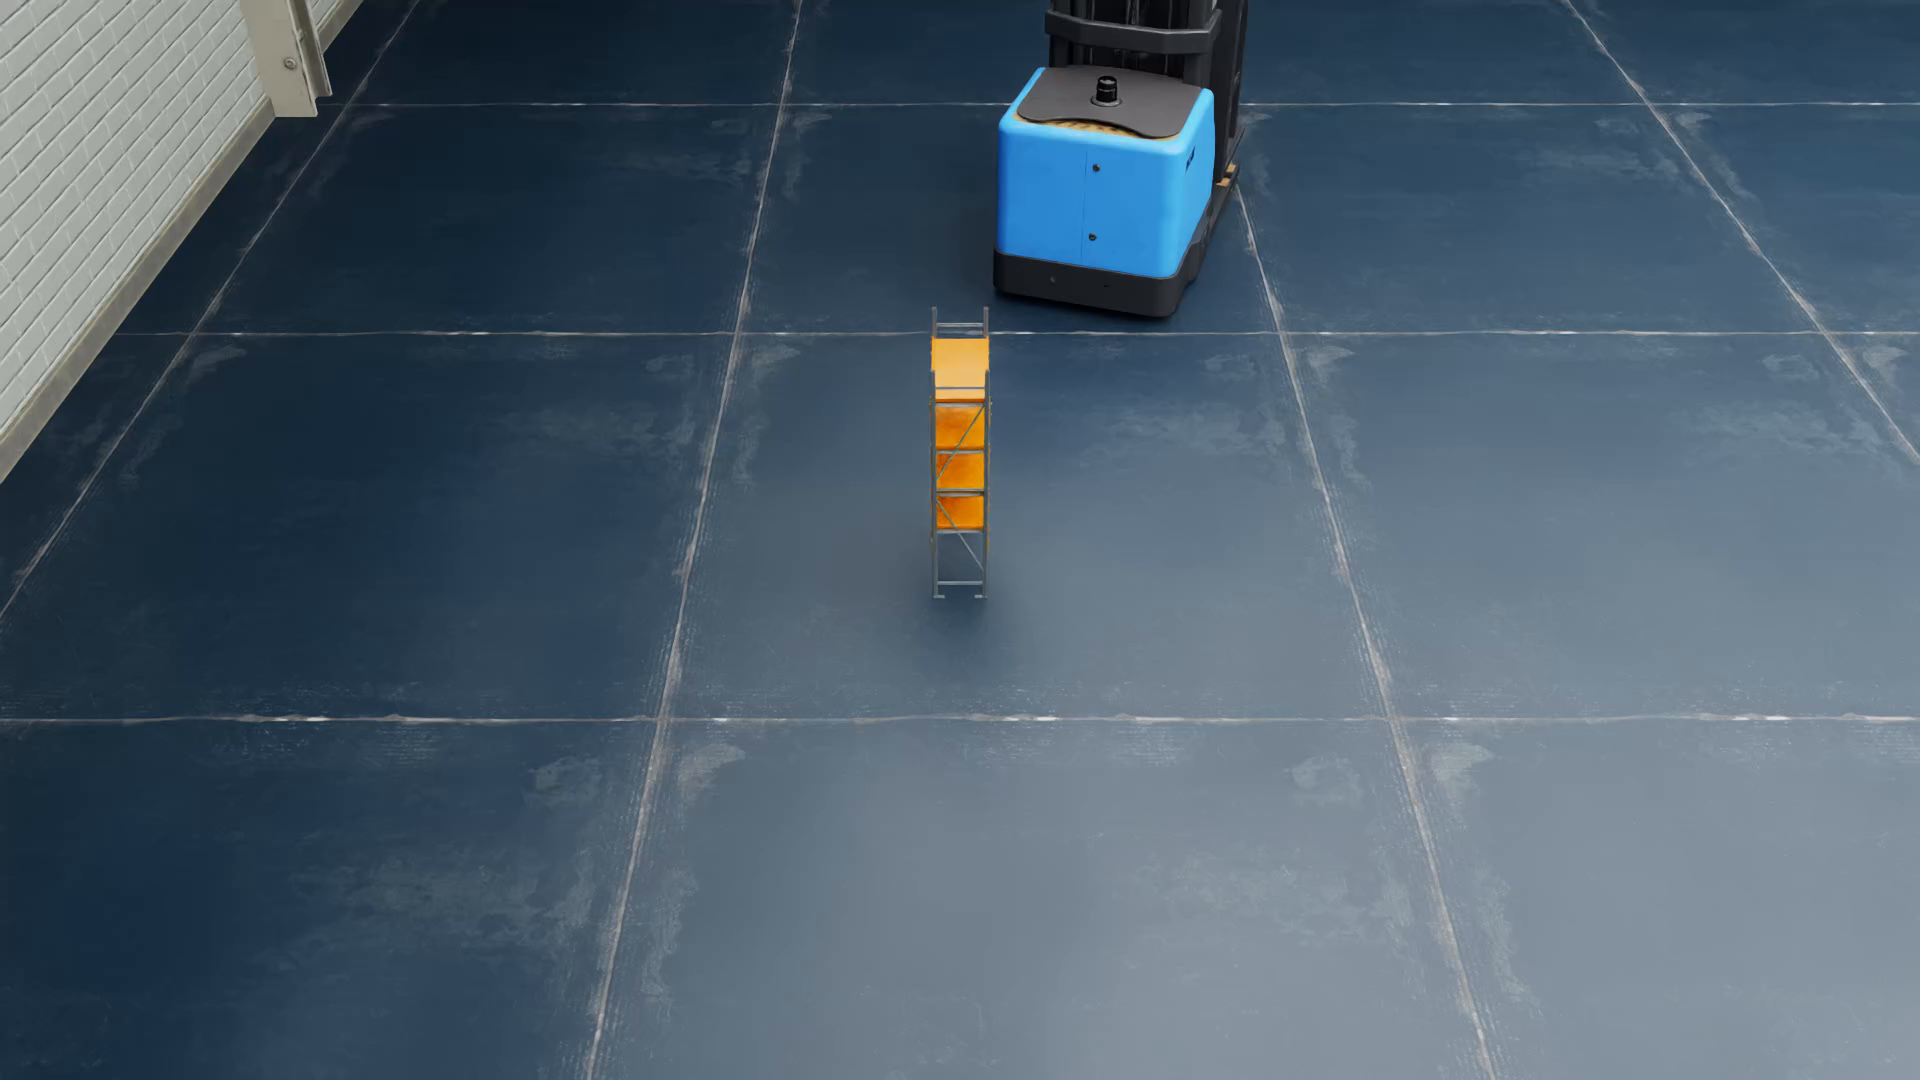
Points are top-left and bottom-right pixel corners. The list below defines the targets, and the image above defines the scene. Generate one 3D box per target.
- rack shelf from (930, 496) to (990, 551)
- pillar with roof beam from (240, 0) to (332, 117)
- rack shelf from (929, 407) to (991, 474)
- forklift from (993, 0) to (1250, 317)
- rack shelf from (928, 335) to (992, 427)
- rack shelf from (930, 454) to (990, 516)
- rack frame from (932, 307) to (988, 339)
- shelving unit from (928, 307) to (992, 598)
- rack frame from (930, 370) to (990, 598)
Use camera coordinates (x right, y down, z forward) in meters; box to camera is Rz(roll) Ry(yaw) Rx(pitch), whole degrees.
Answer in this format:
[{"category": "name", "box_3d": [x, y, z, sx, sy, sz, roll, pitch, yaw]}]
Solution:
[{"category": "rack shelf", "box_3d": [0.000, -0.157, 7.412, 0.258, 0.148, 0.480, 0, 39, 0]}, {"category": "pillar with roof beam", "box_3d": [-0.249, -6.527, 8.699, 9.100, 9.000, 0.400, 0, 39, 0]}, {"category": "rack shelf", "box_3d": [0.000, -0.487, 7.148, 0.258, 0.148, 0.480, 0, 39, 0]}, {"category": "forklift", "box_3d": [1.132, -3.301, 9.525, 1.130, 2.935, 3.031, 12, 40, 14]}, {"category": "rack shelf", "box_3d": [0.000, -0.671, 7.000, 0.258, 0.148, 0.480, 0, 39, 0]}, {"category": "rack shelf", "box_3d": [0.000, -0.312, 7.288, 0.258, 0.148, 0.480, 0, 39, 0]}, {"category": "rack frame", "box_3d": [0.000, -0.517, 7.436, 0.240, 1.200, 0.015, 0, 39, 0]}, {"category": "shelving unit", "box_3d": [0.000, -0.365, 7.246, 0.258, 1.200, 0.503, 0, 39, 0]}, {"category": "rack frame", "box_3d": [0.000, -0.212, 7.055, 0.240, 1.200, 0.015, 0, 39, 0]}]
